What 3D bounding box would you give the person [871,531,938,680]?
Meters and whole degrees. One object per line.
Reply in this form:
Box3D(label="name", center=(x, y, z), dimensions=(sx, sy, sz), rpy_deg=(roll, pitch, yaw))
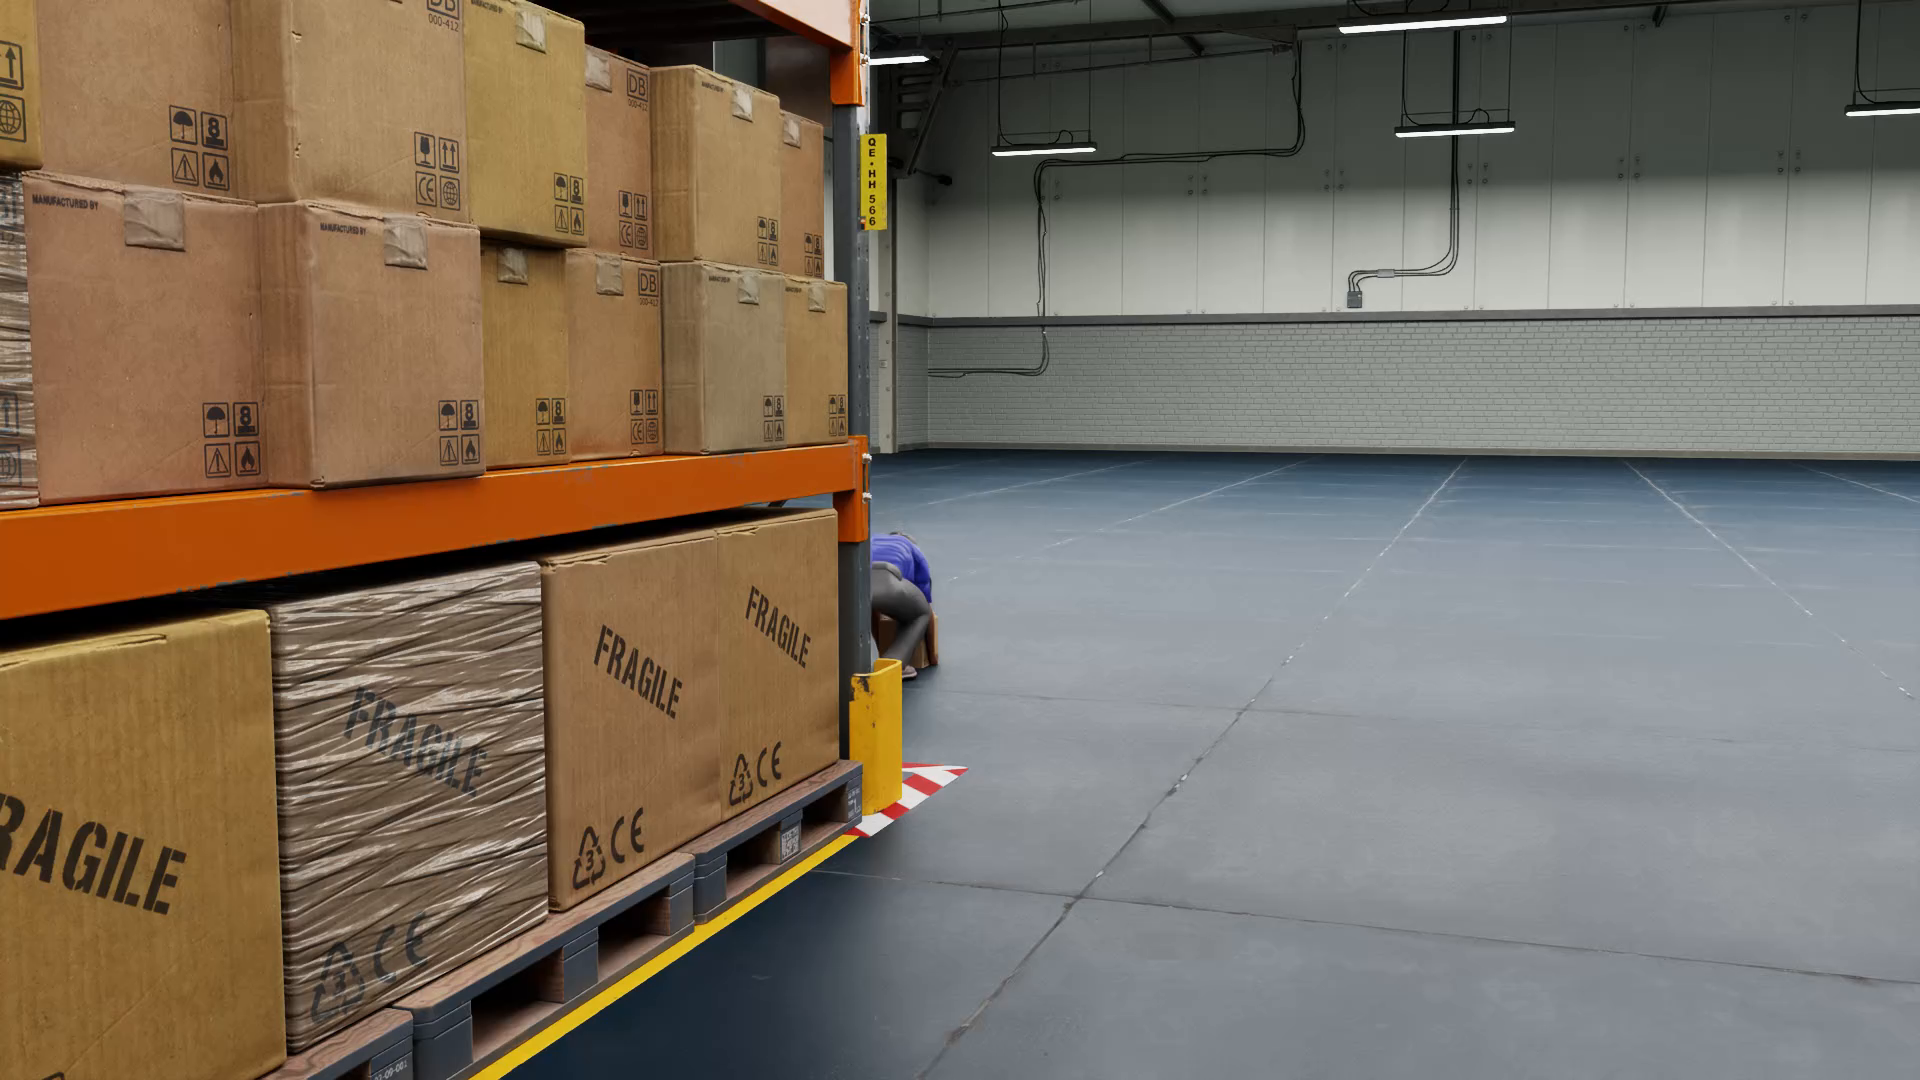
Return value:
Box3D(label="person", center=(-0.384, 0.346, 8.661), dimensions=(0.457, 0.744, 0.862), rpy_deg=(2, 6, 17))
